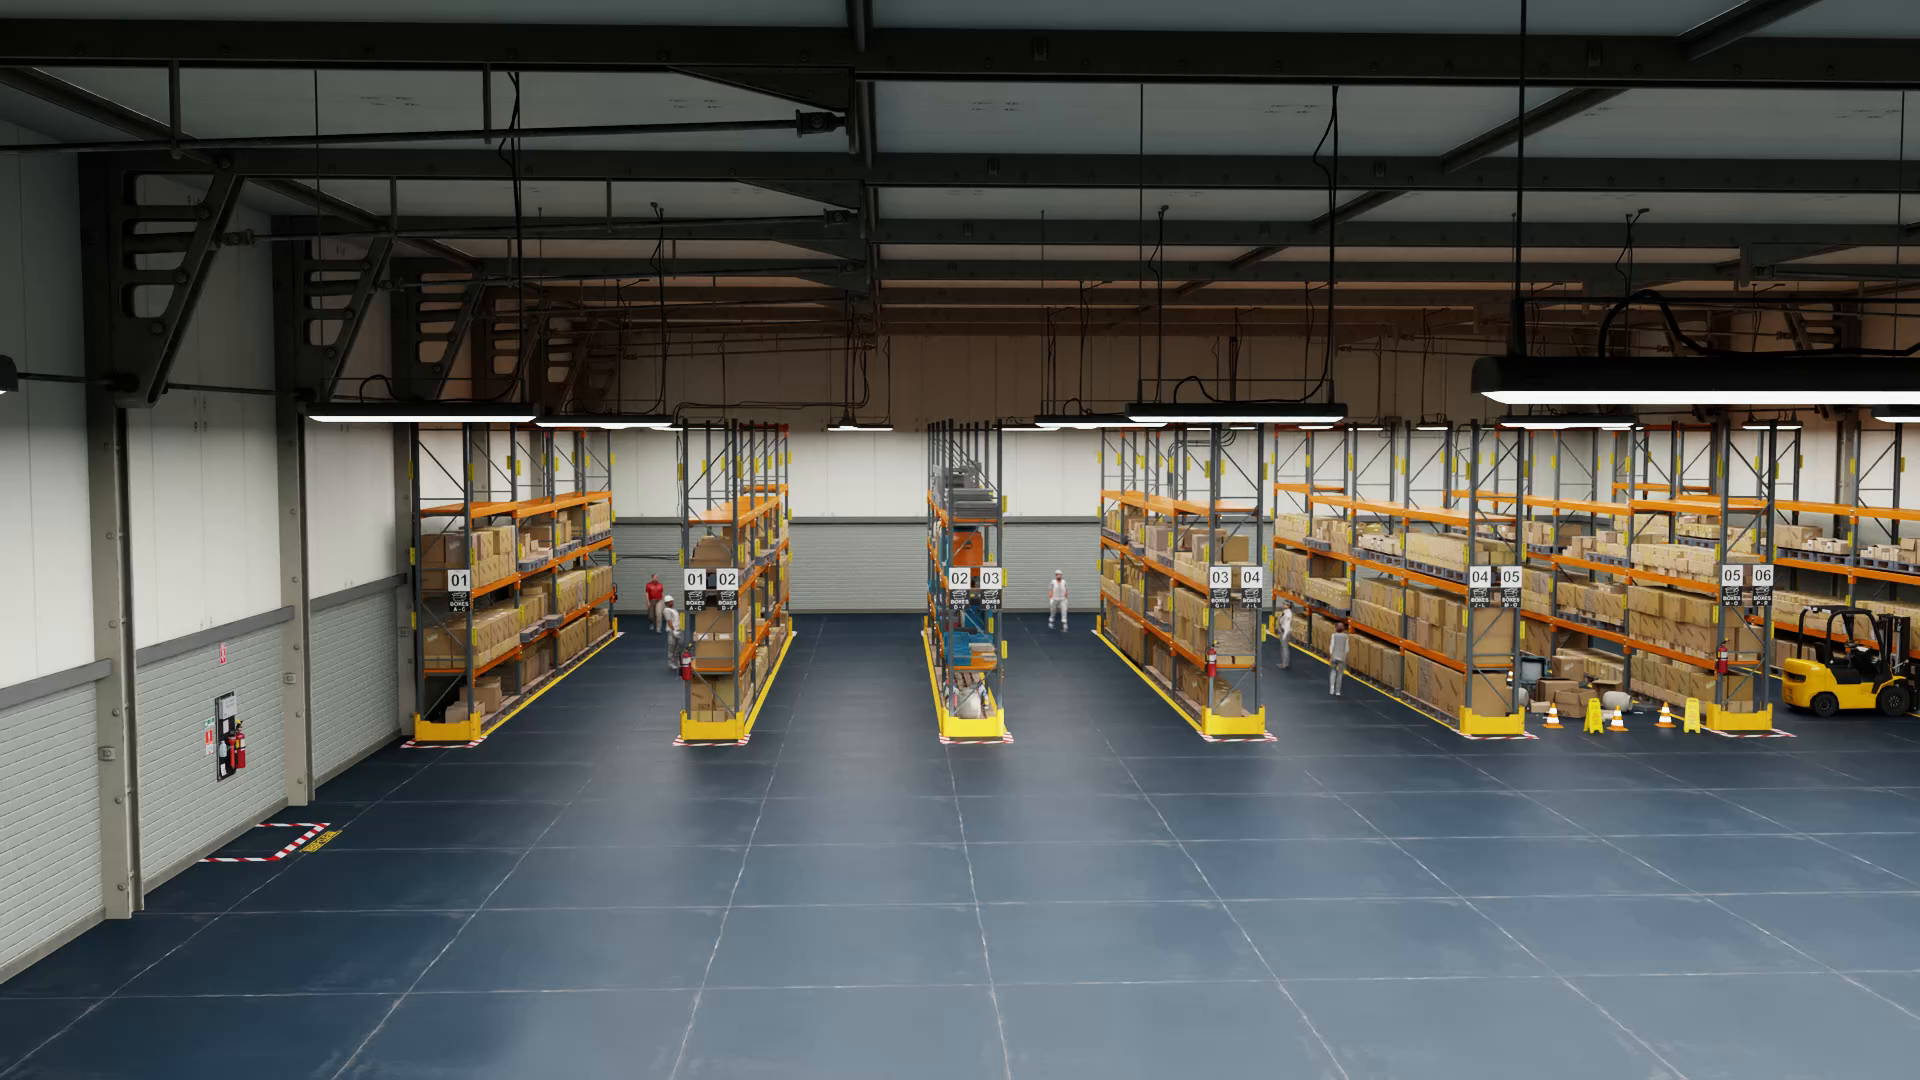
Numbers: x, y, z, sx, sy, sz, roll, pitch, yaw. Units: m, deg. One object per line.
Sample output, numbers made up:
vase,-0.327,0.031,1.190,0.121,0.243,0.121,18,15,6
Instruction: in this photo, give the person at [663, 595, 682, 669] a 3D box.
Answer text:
person,-6.959,2.259,40.541,0.602,1.827,0.667,2,4,25

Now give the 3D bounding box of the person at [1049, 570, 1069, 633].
person,2.857,1.762,48.082,0.623,1.776,0.878,-2,4,-25

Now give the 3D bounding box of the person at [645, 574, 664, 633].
person,-8.786,1.810,47.835,0.499,1.677,0.856,0,4,-5

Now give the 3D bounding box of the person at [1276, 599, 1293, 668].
person,7.937,2.278,40.672,0.422,1.699,0.480,1,4,20

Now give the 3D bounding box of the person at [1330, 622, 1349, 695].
person,8.276,2.588,36.263,0.396,1.594,0.390,2,4,31
